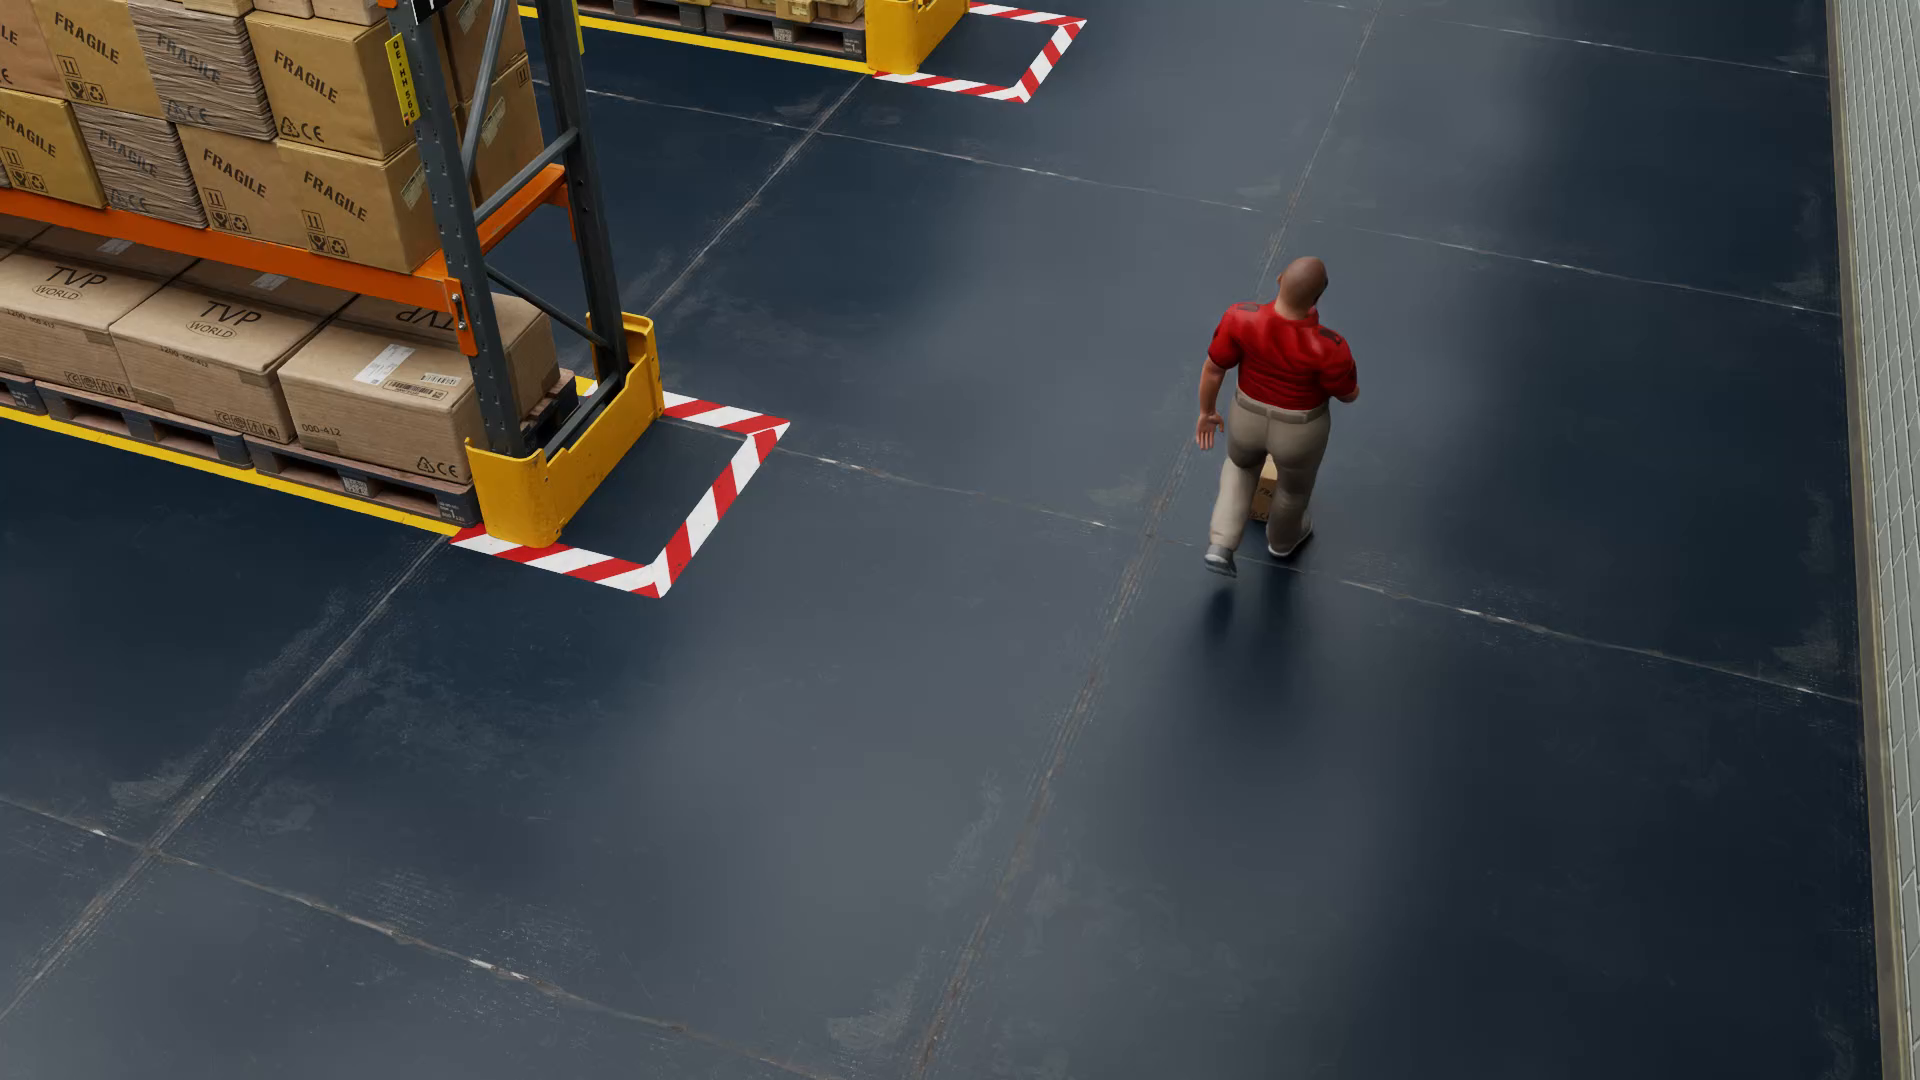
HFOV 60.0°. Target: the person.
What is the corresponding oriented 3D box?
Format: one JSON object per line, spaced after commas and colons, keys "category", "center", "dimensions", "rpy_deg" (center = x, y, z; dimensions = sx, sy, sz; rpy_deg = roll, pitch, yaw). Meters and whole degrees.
{"category": "person", "center": [1.325, -0.531, 6.788], "dimensions": [0.605, 1.678, 0.775], "rpy_deg": [20, 45, 22]}
